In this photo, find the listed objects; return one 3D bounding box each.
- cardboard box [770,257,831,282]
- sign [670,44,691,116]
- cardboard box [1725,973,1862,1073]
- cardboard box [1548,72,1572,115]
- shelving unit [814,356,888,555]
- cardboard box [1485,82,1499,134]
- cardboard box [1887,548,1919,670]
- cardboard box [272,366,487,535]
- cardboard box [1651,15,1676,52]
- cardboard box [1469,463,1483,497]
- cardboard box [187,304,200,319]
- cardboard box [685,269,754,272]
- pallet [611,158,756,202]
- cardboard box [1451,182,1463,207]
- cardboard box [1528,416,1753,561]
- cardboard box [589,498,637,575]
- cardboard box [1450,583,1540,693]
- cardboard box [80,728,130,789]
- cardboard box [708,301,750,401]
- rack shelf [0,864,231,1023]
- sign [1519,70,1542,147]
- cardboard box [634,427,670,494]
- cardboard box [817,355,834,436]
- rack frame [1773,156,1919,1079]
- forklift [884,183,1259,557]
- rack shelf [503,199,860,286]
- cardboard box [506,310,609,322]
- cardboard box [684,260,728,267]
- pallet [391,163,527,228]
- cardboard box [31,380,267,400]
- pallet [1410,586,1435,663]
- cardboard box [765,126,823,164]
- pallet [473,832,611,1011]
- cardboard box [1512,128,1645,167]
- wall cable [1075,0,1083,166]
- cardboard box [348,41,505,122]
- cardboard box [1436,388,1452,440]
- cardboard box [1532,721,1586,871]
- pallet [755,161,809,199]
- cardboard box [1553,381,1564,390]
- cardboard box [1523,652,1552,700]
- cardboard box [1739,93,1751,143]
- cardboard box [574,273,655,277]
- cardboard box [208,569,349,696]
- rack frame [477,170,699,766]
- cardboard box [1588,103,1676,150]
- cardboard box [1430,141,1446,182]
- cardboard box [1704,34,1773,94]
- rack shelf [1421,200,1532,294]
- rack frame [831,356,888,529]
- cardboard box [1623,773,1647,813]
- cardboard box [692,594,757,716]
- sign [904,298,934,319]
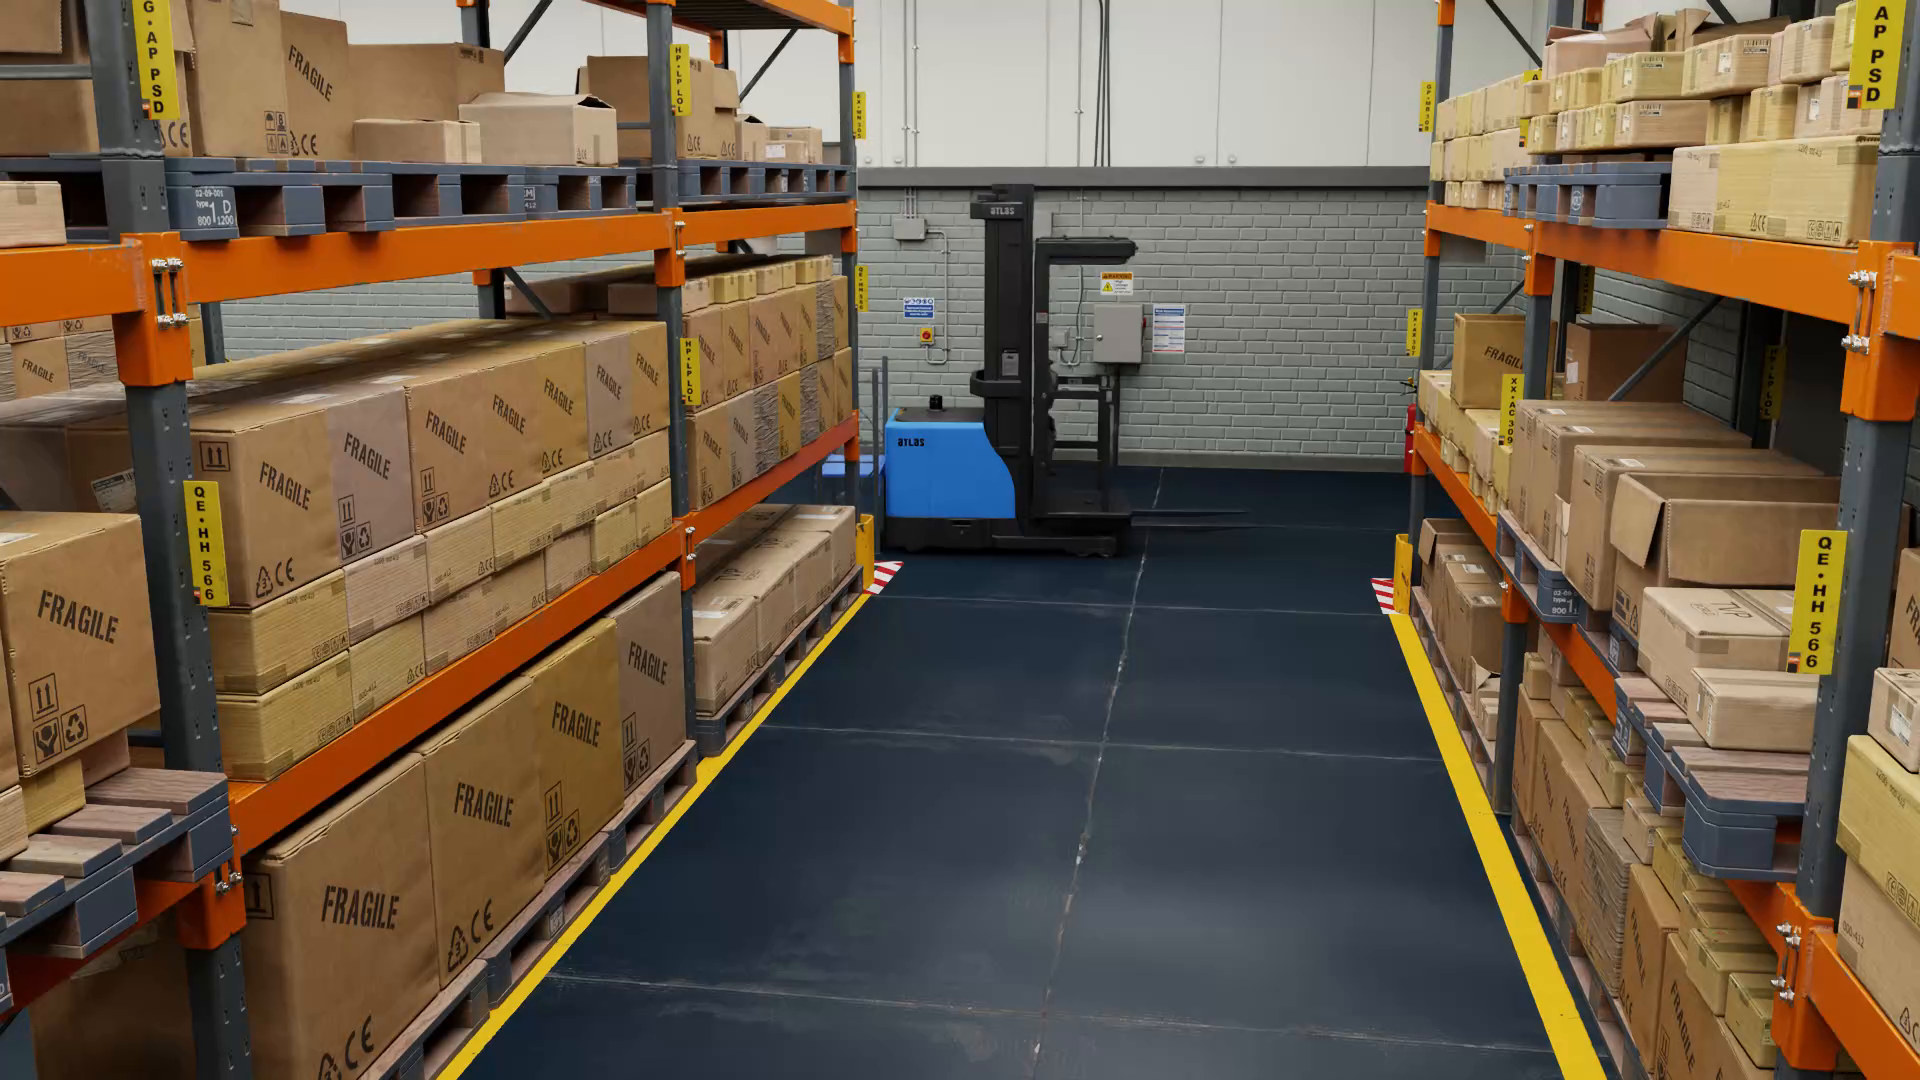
[{"bbox_3d":[-1.073,-1.807,11.108,0.380,0.149,0.250,2,12,8],"label":"cardboard box"},{"bbox_3d":[-1.321,-2.168,7.840,0.100,0.325,0.005,2,12,9],"label":"sign"},{"bbox_3d":[2.257,1.270,4.376,0.380,0.149,0.250,1,12,6],"label":"cardboard box"},{"bbox_3d":[2.515,-1.737,6.468,0.380,0.149,0.250,2,12,8],"label":"cardboard box"},{"bbox_3d":[-0.884,-0.726,13.803,0.538,1.500,1.048,0,12,2],"label":"shelving unit"},{"bbox_3d":[3.042,-2.258,8.693,0.500,0.250,0.500,2,12,10],"label":"cardboard box"},{"bbox_3d":[2.665,0.326,4.129,0.500,0.500,0.500,2,12,11],"label":"cardboard box"},{"bbox_3d":[-1.995,-0.321,5.754,0.500,0.500,0.500,2,12,10],"label":"cardboard box"},{"bbox_3d":[3.067,-2.031,6.848,0.396,0.266,0.258,2,12,8],"label":"cardboard box"},{"bbox_3d":[2.959,-0.320,8.956,0.380,0.149,0.250,2,12,8],"label":"cardboard box"},{"bbox_3d":[-5.975,-1.863,12.200,0.500,0.500,0.500,2,12,7],"label":"cardboard box"},{"bbox_3d":[-1.407,-1.490,9.639,0.380,0.149,0.250,2,12,8],"label":"cardboard box"},{"bbox_3d":[-1.723,-1.904,8.798,1.003,0.211,1.213,2,12,9],"label":"pallet"},{"bbox_3d":[3.139,-2.057,9.893,0.380,0.149,0.250,2,12,8],"label":"cardboard box"},{"bbox_3d":[2.671,-0.204,6.585,0.700,0.500,0.500,2,12,9],"label":"cardboard box"},{"bbox_3d":[-1.758,-0.030,7.369,0.500,0.250,0.500,2,12,8],"label":"cardboard box"},{"bbox_3d":[3.144,0.550,9.257,0.700,0.500,0.500,1,12,7],"label":"cardboard box"},{"bbox_3d":[-2.292,0.515,4.083,0.380,0.149,0.250,2,12,11],"label":"cardboard box"},{"bbox_3d":[-1.463,-1.045,9.111,0.500,0.500,0.500,2,12,8],"label":"cardboard box"},{"bbox_3d":[-2.782,1.290,2.596,1.077,0.370,4.000,2,12,9],"label":"rack shelf"},{"bbox_3d":[2.509,-1.886,7.277,0.100,0.325,0.005,2,12,9],"label":"sign"},{"bbox_3d":[-1.687,-0.382,7.817,0.500,0.250,0.500,2,12,9],"label":"cardboard box"},{"bbox_3d":[-1.149,-0.979,11.181,0.500,0.500,0.500,2,12,7],"label":"cardboard box"},{"bbox_3d":[2.431,0.682,3.710,1.000,3.000,0.127,2,12,9],"label":"rack frame"},{"bbox_3d":[0.917,-1.408,13.568,3.031,2.935,1.130,1,12,2],"label":"forklift"},{"bbox_3d":[-1.551,-1.842,10.008,1.077,0.370,4.000,2,12,9],"label":"rack shelf"},{"bbox_3d":[-2.059,-0.956,8.697,0.500,0.500,0.500,2,12,8],"label":"cardboard box"},{"bbox_3d":[-1.706,-1.714,10.678,0.380,0.149,0.250,2,12,9],"label":"cardboard box"},{"bbox_3d":[-2.259,-1.221,5.867,1.003,0.211,1.213,2,12,11],"label":"pallet"},{"bbox_3d":[-2.582,-0.239,5.372,0.500,0.500,0.500,2,12,10],"label":"cardboard box"},{"bbox_3d":[3.528,0.562,10.887,1.003,0.211,1.213,2,12,9],"label":"pallet"},{"bbox_3d":[-1.224,-2.694,11.377,0.500,0.250,0.500,1,12,3],"label":"cardboard box"},{"bbox_3d":[-2.089,1.470,6.671,1.003,0.211,1.213,2,12,9],"label":"pallet"},{"bbox_3d":[2.873,-1.798,7.746,0.500,0.250,0.500,2,12,9],"label":"cardboard box"},{"bbox_3d":[0.095,-5.245,16.969,2.355,3.000,0.029,2,12,9],"label":"wall cable"},{"bbox_3d":[-2.281,-1.857,7.138,0.500,0.500,0.500,2,12,8],"label":"cardboard box"},{"bbox_3d":[3.173,-0.759,10.047,0.500,0.250,0.500,2,12,8],"label":"cardboard box"},{"bbox_3d":[2.677,1.070,6.843,0.500,0.500,0.500,2,12,8],"label":"cardboard box"},{"bbox_3d":[-1.533,-2.157,9.973,1.003,0.211,1.213,2,12,9],"label":"pallet"},{"bbox_3d":[3.772,-0.844,10.439,0.500,0.250,0.500,2,12,9],"label":"cardboard box"},{"bbox_3d":[2.728,0.615,7.418,0.380,0.149,0.250,2,12,11],"label":"cardboard box"},{"bbox_3d":[2.455,-1.198,4.724,0.380,0.149,0.250,2,12,9],"label":"cardboard box"},{"bbox_3d":[-1.909,-1.396,9.202,0.380,0.149,0.250,2,12,8],"label":"cardboard box"},{"bbox_3d":[-2.152,0.253,4.868,0.500,0.250,0.500,2,12,8],"label":"cardboard box"},{"bbox_3d":[-1.859,-0.311,8.316,1.000,3.000,0.127,2,12,9],"label":"rack frame"},{"bbox_3d":[2.405,-1.434,5.769,0.380,0.149,0.250,2,12,10],"label":"cardboard box"},{"bbox_3d":[3.323,-2.438,10.718,0.500,0.250,0.500,2,12,8],"label":"cardboard box"},{"bbox_3d":[2.355,-1.350,4.722,0.380,0.149,0.250,2,12,7],"label":"cardboard box"},{"bbox_3d":[3.354,-1.682,9.265,1.077,0.370,4.000,2,12,9],"label":"rack shelf"},{"bbox_3d":[-0.868,-0.833,14.300,0.500,1.500,0.032,0,12,2],"label":"rack frame"},{"bbox_3d":[2.576,0.946,5.882,0.380,0.149,0.250,2,12,9],"label":"cardboard box"},{"bbox_3d":[-1.656,0.609,9.132,0.875,0.438,0.875,2,12,8],"label":"cardboard box"},{"bbox_3d":[-0.438,-2.465,17.668,0.327,0.218,0.001,2,12,9],"label":"sign"}]
